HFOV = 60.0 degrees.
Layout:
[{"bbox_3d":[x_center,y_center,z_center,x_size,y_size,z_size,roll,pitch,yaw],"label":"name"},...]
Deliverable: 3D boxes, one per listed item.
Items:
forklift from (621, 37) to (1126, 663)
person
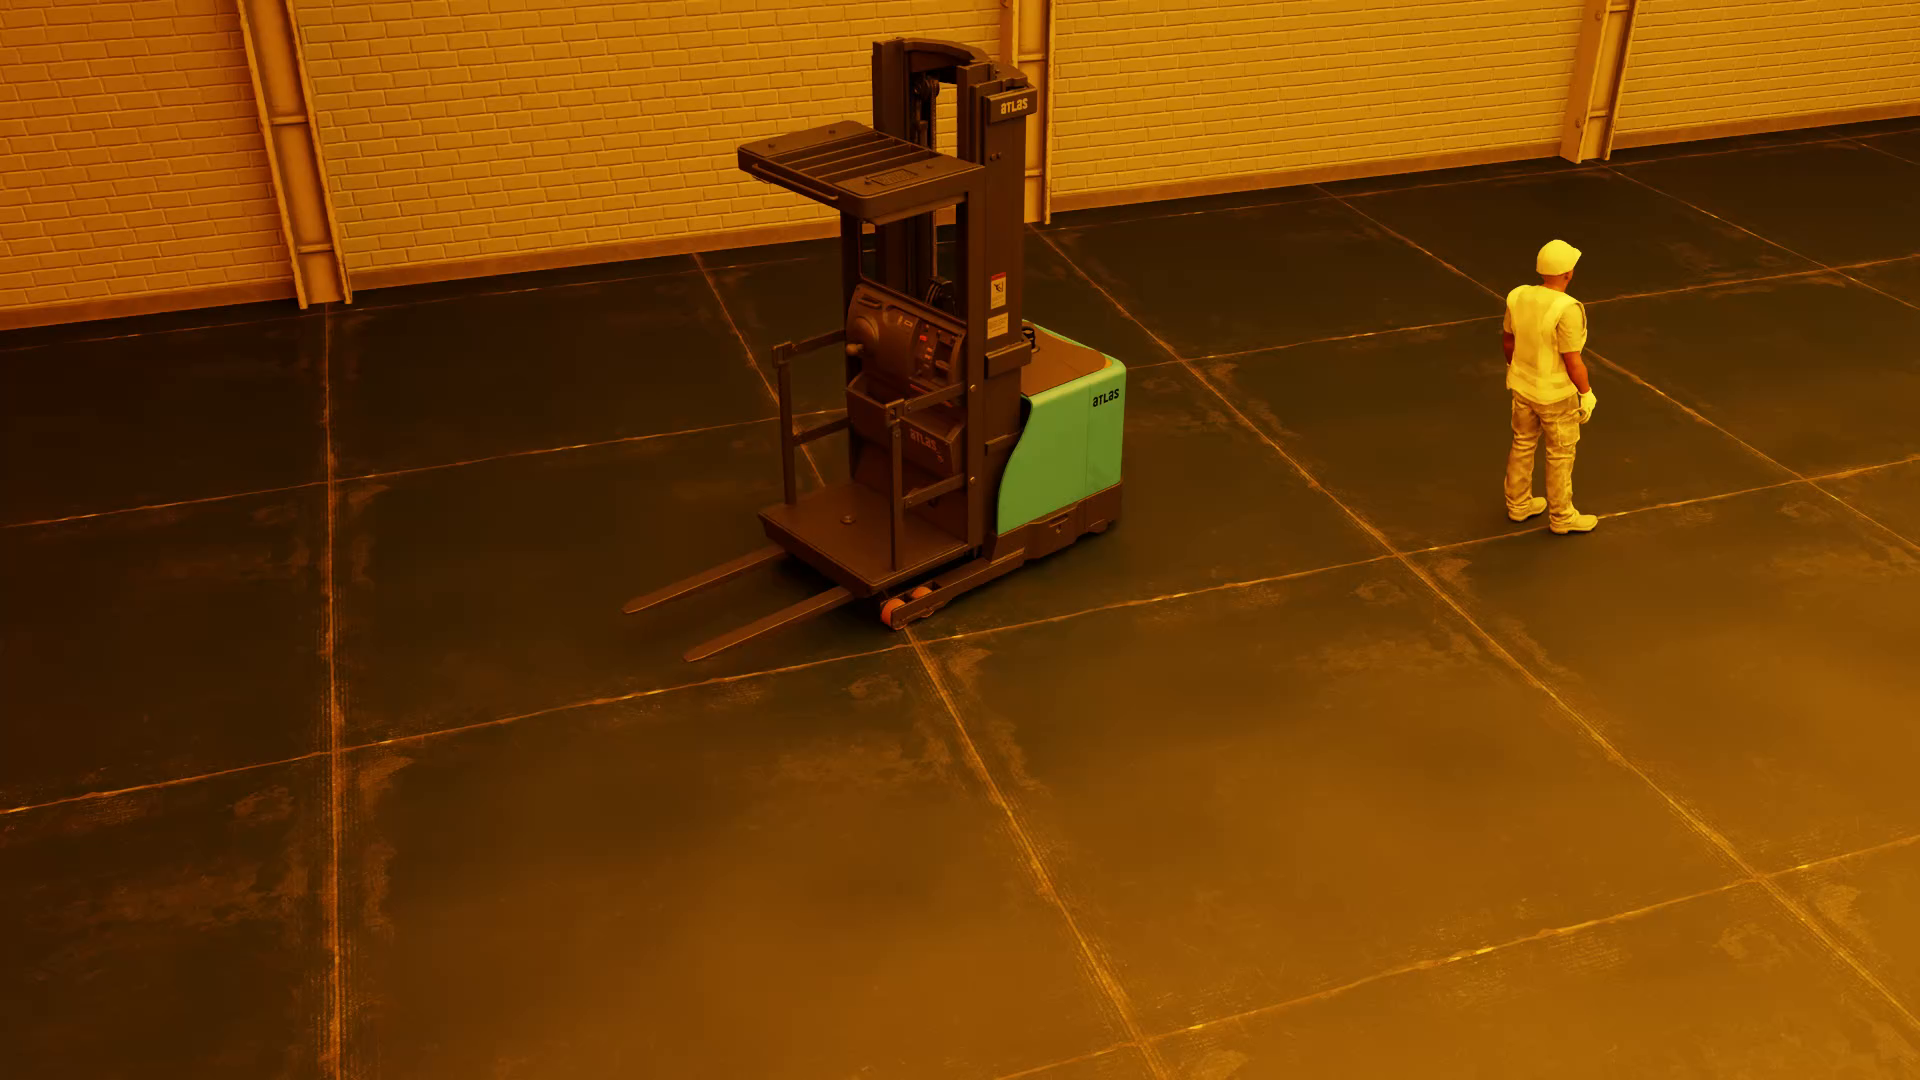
[{"bbox_3d":[-0.461,-1.072,8.951,3.031,2.935,1.130,-23,37,-34],"label":"forklift"},{"bbox_3d":[3.510,-0.919,9.821,0.577,1.782,0.657,-14,33,-23],"label":"person"}]
